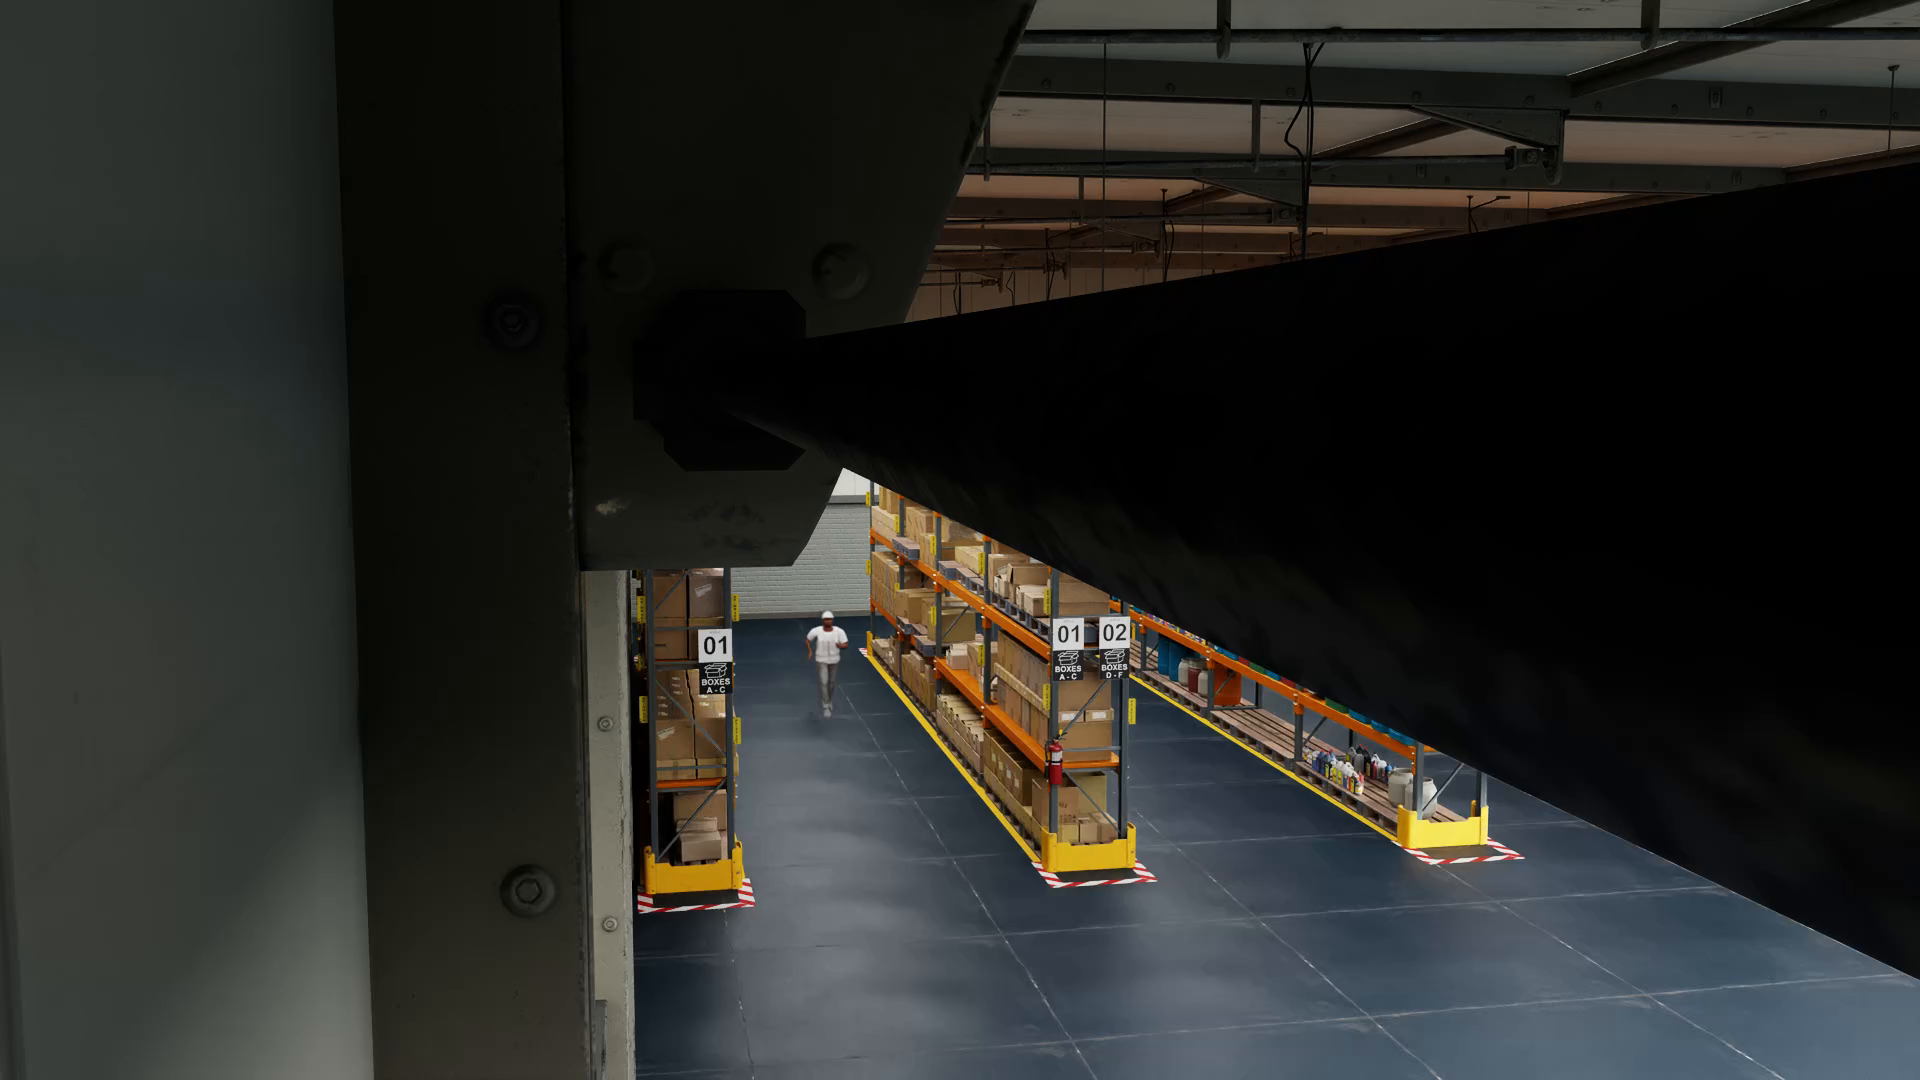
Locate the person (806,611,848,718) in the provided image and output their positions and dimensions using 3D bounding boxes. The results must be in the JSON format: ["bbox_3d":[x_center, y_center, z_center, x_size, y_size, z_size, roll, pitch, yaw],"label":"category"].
[{"bbox_3d":[-2.287,2.125,28.898,0.693,1.787,0.885,-2,6,-16],"label":"person"}]
